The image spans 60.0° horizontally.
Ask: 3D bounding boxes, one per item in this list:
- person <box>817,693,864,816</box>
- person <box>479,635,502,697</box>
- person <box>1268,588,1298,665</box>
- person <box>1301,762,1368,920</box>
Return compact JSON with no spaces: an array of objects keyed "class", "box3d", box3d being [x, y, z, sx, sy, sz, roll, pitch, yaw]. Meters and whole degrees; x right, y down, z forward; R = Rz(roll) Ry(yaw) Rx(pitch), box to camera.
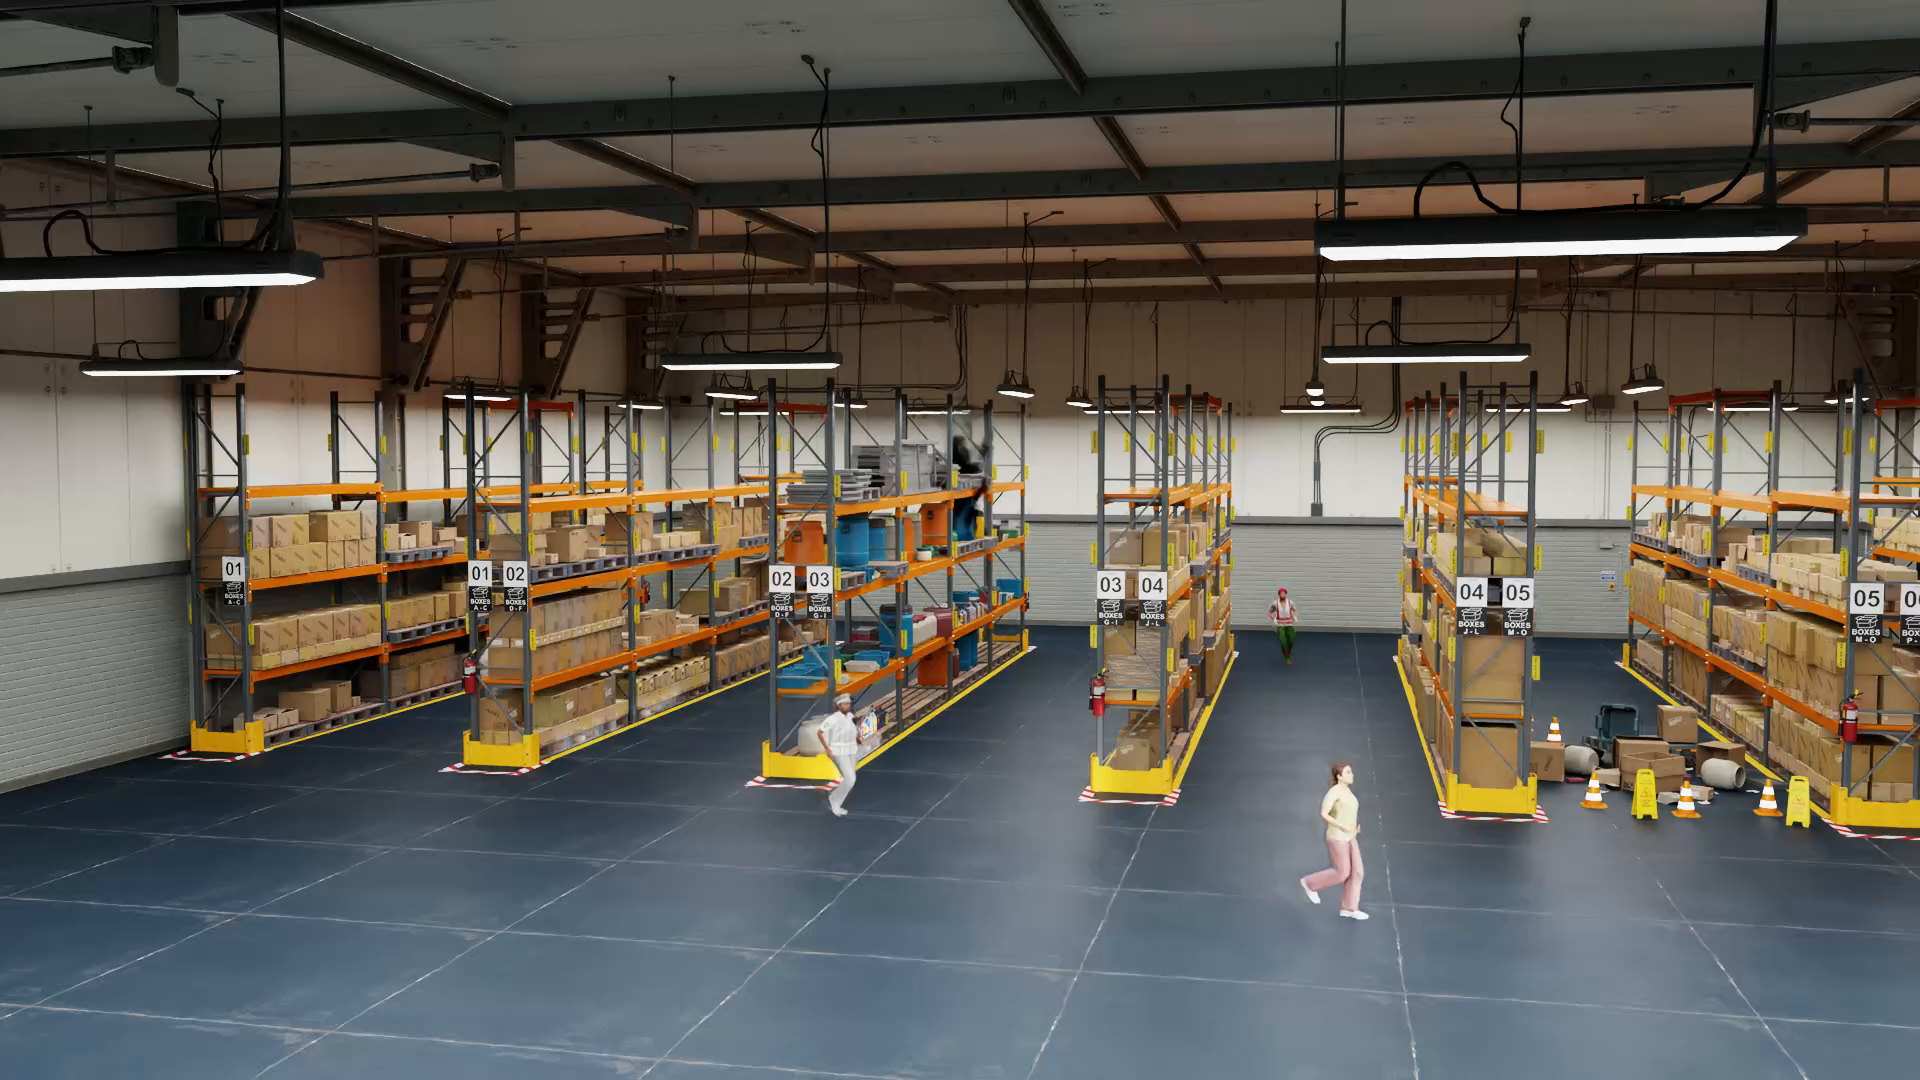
[{"class":"person","box3d":[-1.536,2.878,22.314,0.632,1.659,0.557,3,4,40]},{"class":"person","box3d":[-8.206,2.479,29.143,0.589,1.665,0.872,1,3,10]},{"class":"person","box3d":[7.399,1.961,38.104,0.680,1.743,0.642,0,3,2]},{"class":"person","box3d":[4.010,3.164,17.680,0.752,1.643,0.577,2,4,37]}]
